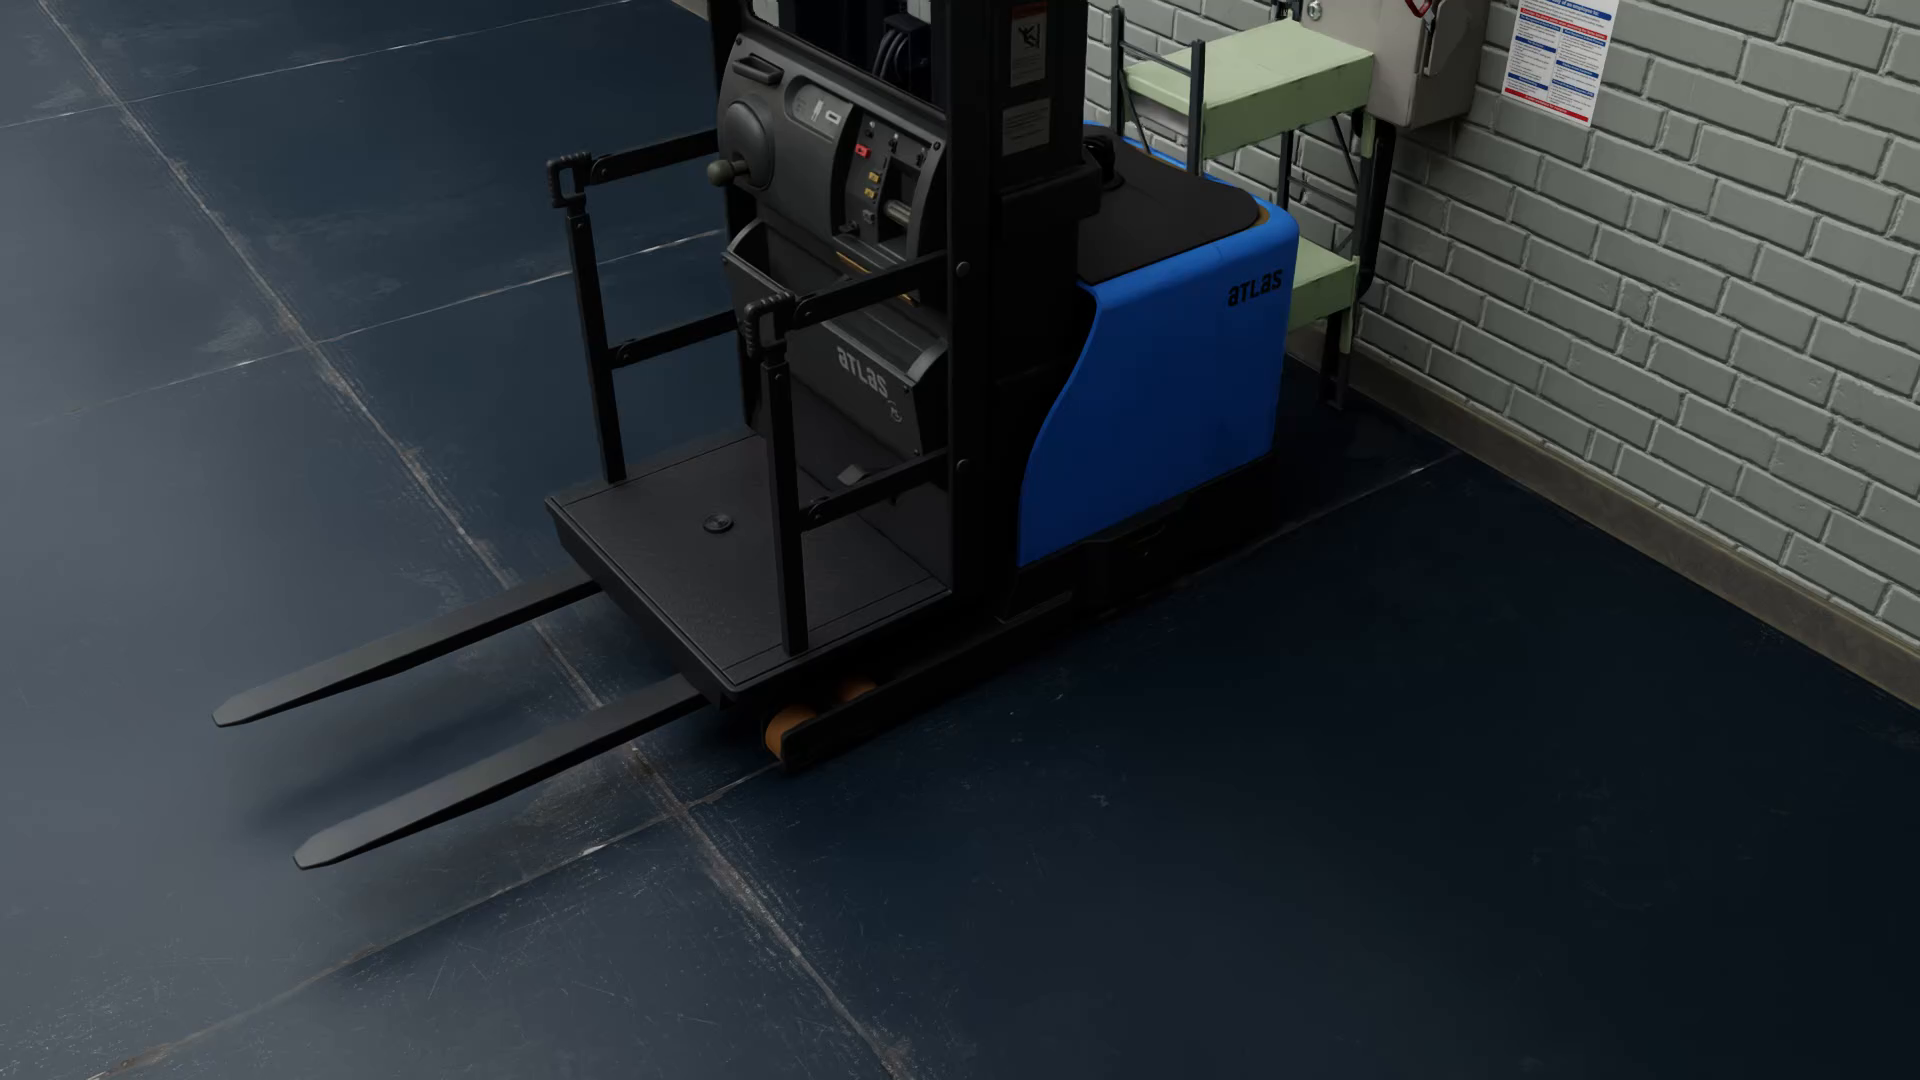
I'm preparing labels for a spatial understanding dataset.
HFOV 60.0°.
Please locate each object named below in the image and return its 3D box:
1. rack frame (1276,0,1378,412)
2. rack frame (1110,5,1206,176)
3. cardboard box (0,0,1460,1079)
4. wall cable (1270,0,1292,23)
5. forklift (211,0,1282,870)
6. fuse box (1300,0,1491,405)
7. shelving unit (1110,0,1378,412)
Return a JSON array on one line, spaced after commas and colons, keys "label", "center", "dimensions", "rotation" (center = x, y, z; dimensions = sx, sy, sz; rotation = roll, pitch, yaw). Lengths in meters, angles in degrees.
[{"label": "rack frame", "center": [1.208, -1.151, 5.549], "dimensions": [0.023, 1.500, 0.400], "rotation": [-24, 41, -25]}, {"label": "rack frame", "center": [0.601, -0.887, 5.237], "dimensions": [0.023, 1.500, 0.400], "rotation": [-24, 41, -25]}, {"label": "cardboard box", "center": [-5.440, -0.091, 4.049], "dimensions": [13.522, 1.550, 6.103], "rotation": [-23, 42, -29]}, {"label": "wall cable", "center": [1.030, -2.482, 5.262], "dimensions": [0.122, 1.984, 0.588], "rotation": [-22, 41, -28]}, {"label": "forklift", "center": [-0.547, -0.891, 4.054], "dimensions": [2.937, 2.843, 1.107], "rotation": [-24, 42, -29]}, {"label": "fuse box", "center": [1.294, -1.168, 5.408], "dimensions": [0.414, 1.711, 0.539], "rotation": [-22, 41, -28]}, {"label": "shelving unit", "center": [0.904, -1.019, 5.393], "dimensions": [0.755, 1.500, 0.400], "rotation": [-24, 41, -25]}]
